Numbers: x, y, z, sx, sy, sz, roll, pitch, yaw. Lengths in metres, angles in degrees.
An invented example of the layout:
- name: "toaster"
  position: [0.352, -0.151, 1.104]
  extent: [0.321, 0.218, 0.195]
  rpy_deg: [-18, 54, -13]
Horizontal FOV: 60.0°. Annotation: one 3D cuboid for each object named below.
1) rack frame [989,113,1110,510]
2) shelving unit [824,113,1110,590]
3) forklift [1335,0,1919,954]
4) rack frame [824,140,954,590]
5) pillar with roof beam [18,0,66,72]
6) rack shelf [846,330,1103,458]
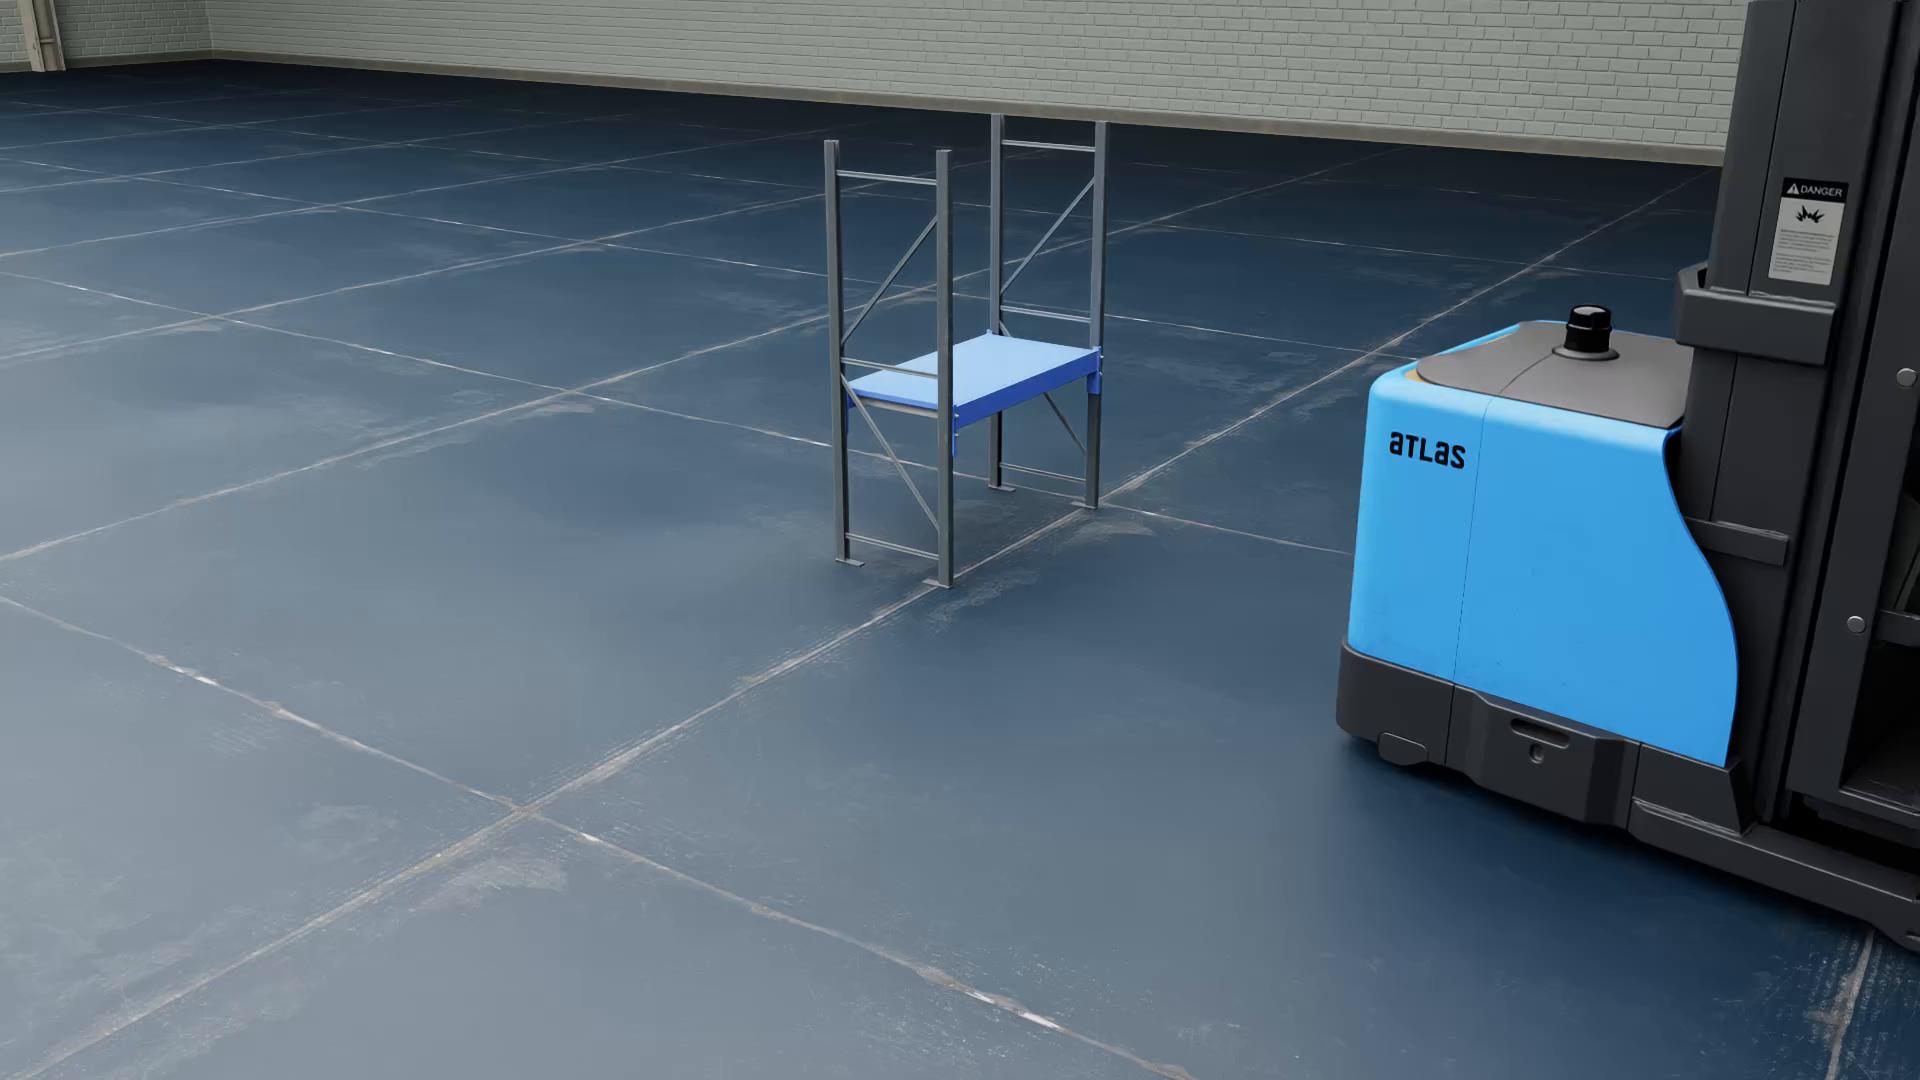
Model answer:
- name: "rack frame"
  position: [0.334, -0.874, 6.465]
  extent: [0.500, 1.500, 0.032]
  rpy_deg: [13, 24, 32]
- name: "shelving unit"
  position: [0.048, -0.728, 6.071]
  extent: [0.538, 1.500, 1.048]
  rpy_deg: [13, 24, 32]
- name: "forklift"
  position: [2.480, -0.569, 3.579]
  extent: [3.031, 2.935, 1.130]
  rpy_deg: [18, 27, 40]
- name: "rack frame"
  position: [-0.238, -0.582, 5.677]
  extent: [0.500, 1.500, 0.032]
  rpy_deg: [13, 24, 32]
- name: "pillar with roof beam"
  position: [-10.950, -10.859, 22.651]
  extent: [9.100, 9.000, 0.400]
  rpy_deg: [13, 24, 32]
- name: "rack shelf"
  position: [0.048, -0.559, 6.133]
  extent: [0.538, 0.185, 1.000]
  rpy_deg: [13, 24, 32]
